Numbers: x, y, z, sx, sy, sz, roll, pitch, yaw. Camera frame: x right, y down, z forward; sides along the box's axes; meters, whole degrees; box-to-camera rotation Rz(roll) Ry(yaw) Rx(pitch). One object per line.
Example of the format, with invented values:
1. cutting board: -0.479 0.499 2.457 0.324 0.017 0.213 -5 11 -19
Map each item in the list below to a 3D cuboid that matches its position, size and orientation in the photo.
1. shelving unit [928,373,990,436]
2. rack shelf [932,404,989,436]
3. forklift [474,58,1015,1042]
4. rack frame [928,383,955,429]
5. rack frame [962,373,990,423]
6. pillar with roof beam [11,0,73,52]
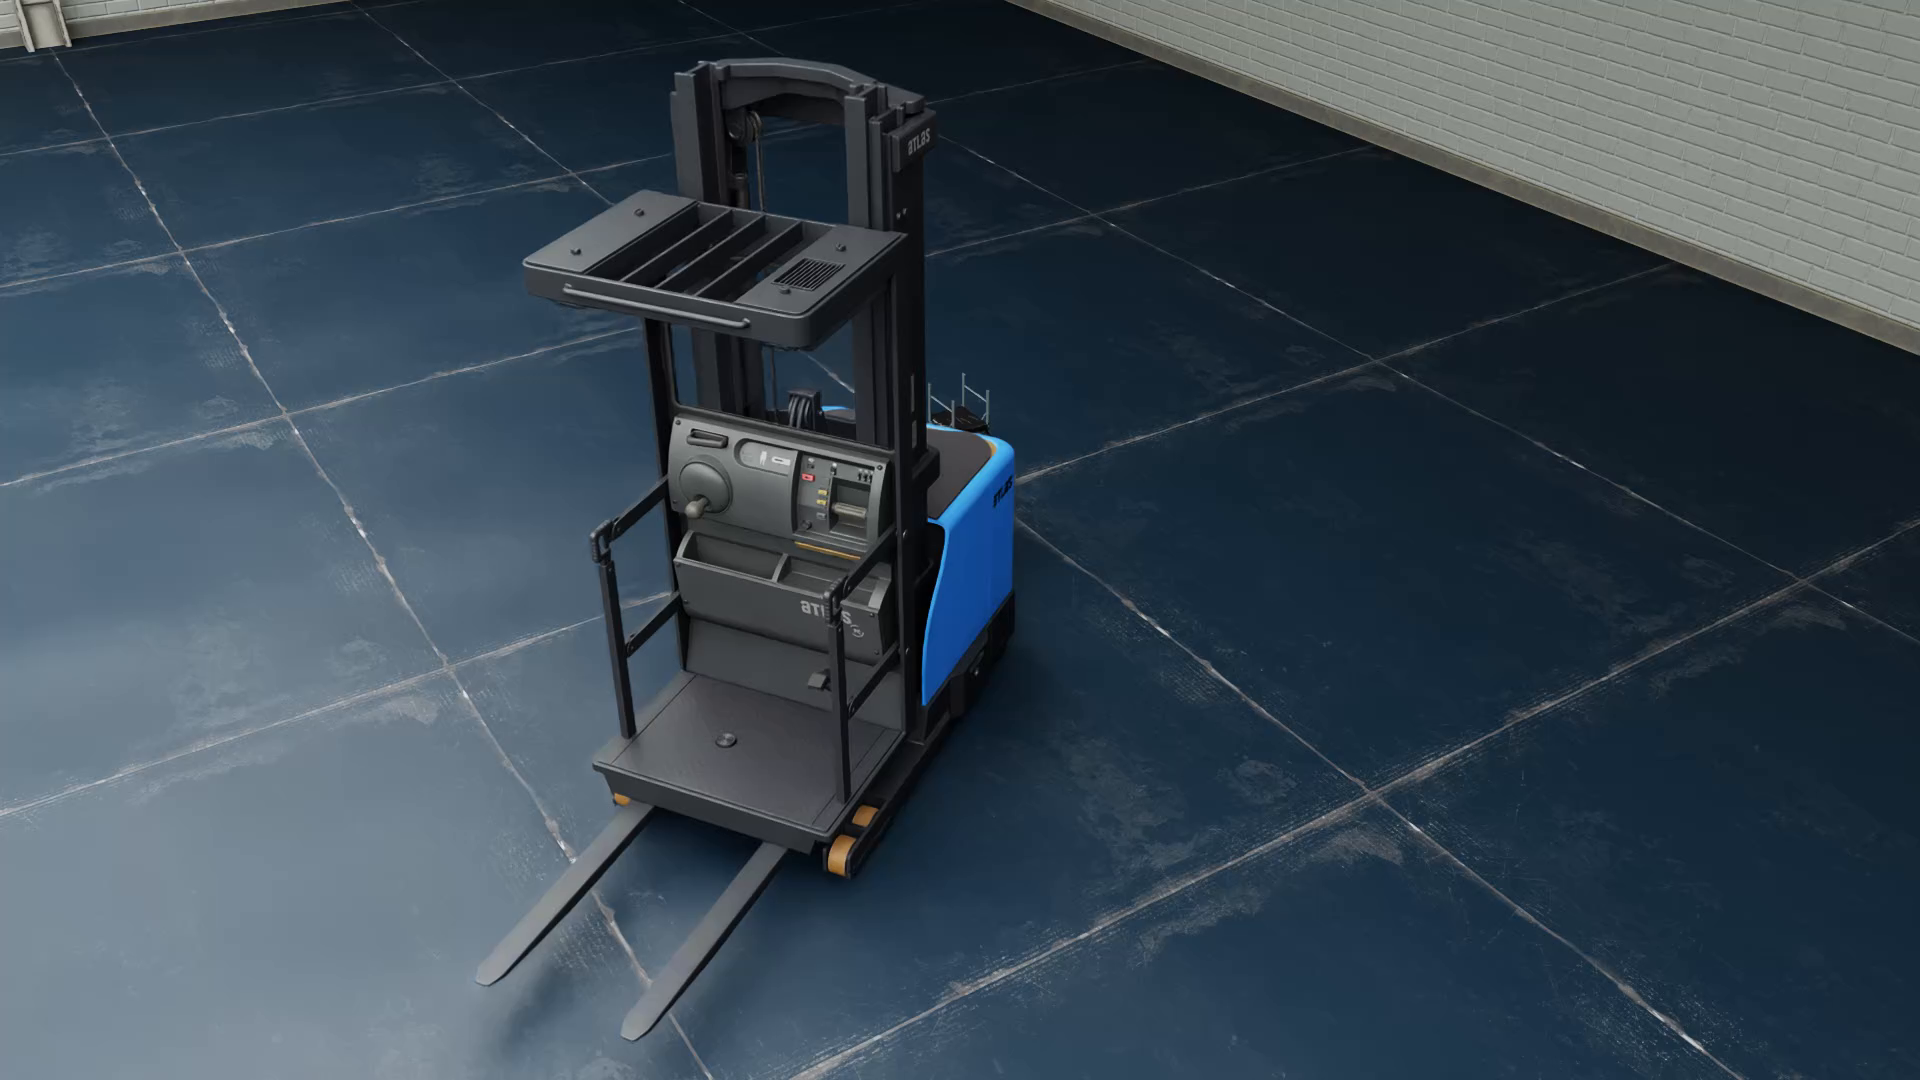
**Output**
1. shelving unit: -0.007 -0.378 8.506 0.210 0.900 0.258 -19 37 -27
2. rack shelf: -0.007 -0.578 8.380 0.200 0.077 0.258 -19 37 -27
3. forklift: -0.798 -0.161 6.259 1.130 2.935 3.031 13 35 20
4. rack frame: -0.092 -0.349 8.460 0.006 0.900 0.240 -19 37 -27
5. rack frame: 0.079 -0.408 8.553 0.006 0.900 0.240 -19 37 -27
6. pillar with roof beam: -6.745 -6.801 11.097 0.400 9.000 9.100 -19 37 -27
